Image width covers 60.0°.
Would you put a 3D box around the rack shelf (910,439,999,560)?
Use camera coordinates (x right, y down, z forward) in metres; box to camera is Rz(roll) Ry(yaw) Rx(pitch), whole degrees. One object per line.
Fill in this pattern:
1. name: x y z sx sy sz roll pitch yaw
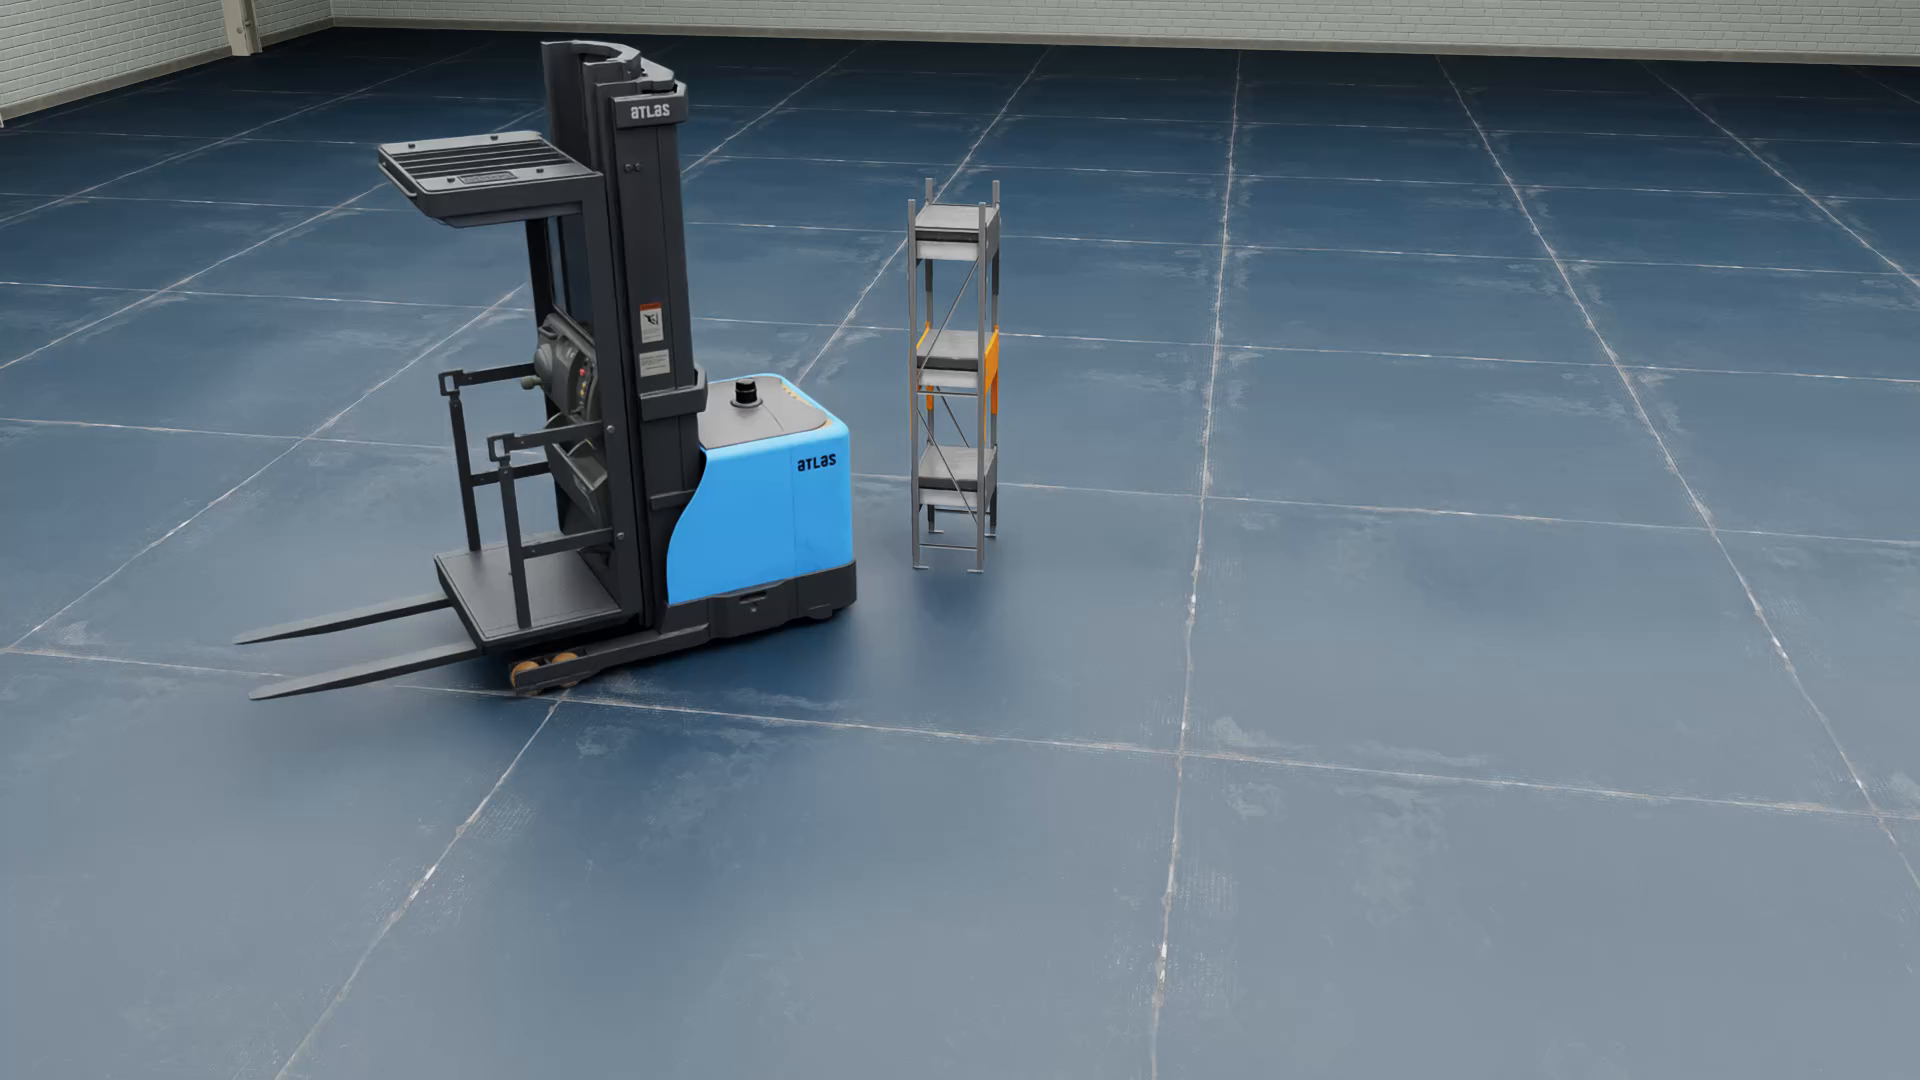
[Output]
1. rack shelf: -0.027 -0.235 9.459 0.431 0.518 0.480 4 25 9

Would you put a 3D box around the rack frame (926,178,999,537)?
1. rack frame: 0.013 -0.984 9.375 0.400 2.100 0.015 4 25 9

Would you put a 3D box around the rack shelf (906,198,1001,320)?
1. rack shelf: -0.027 -1.503 8.866 0.431 0.518 0.480 4 25 9

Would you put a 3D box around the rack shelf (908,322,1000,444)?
1. rack shelf: -0.027 -0.869 9.163 0.431 0.518 0.480 4 25 9

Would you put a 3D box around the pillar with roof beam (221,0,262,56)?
1. pillar with roof beam: -6.904 -11.381 23.450 9.100 9.000 0.400 4 25 9

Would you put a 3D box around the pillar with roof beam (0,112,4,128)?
1. pillar with roof beam: -7.884 -8.872 18.089 9.100 9.000 0.400 4 25 9

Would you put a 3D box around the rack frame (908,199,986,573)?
1. rack frame: -0.067 -0.780 8.939 0.400 2.100 0.015 4 25 9

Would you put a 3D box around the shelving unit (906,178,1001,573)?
1. shelving unit: -0.027 -0.882 9.157 0.431 2.100 0.503 4 25 9

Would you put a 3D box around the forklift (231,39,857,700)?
1. forklift: -2.096 -0.820 8.045 3.031 2.935 1.130 -13 28 -25
